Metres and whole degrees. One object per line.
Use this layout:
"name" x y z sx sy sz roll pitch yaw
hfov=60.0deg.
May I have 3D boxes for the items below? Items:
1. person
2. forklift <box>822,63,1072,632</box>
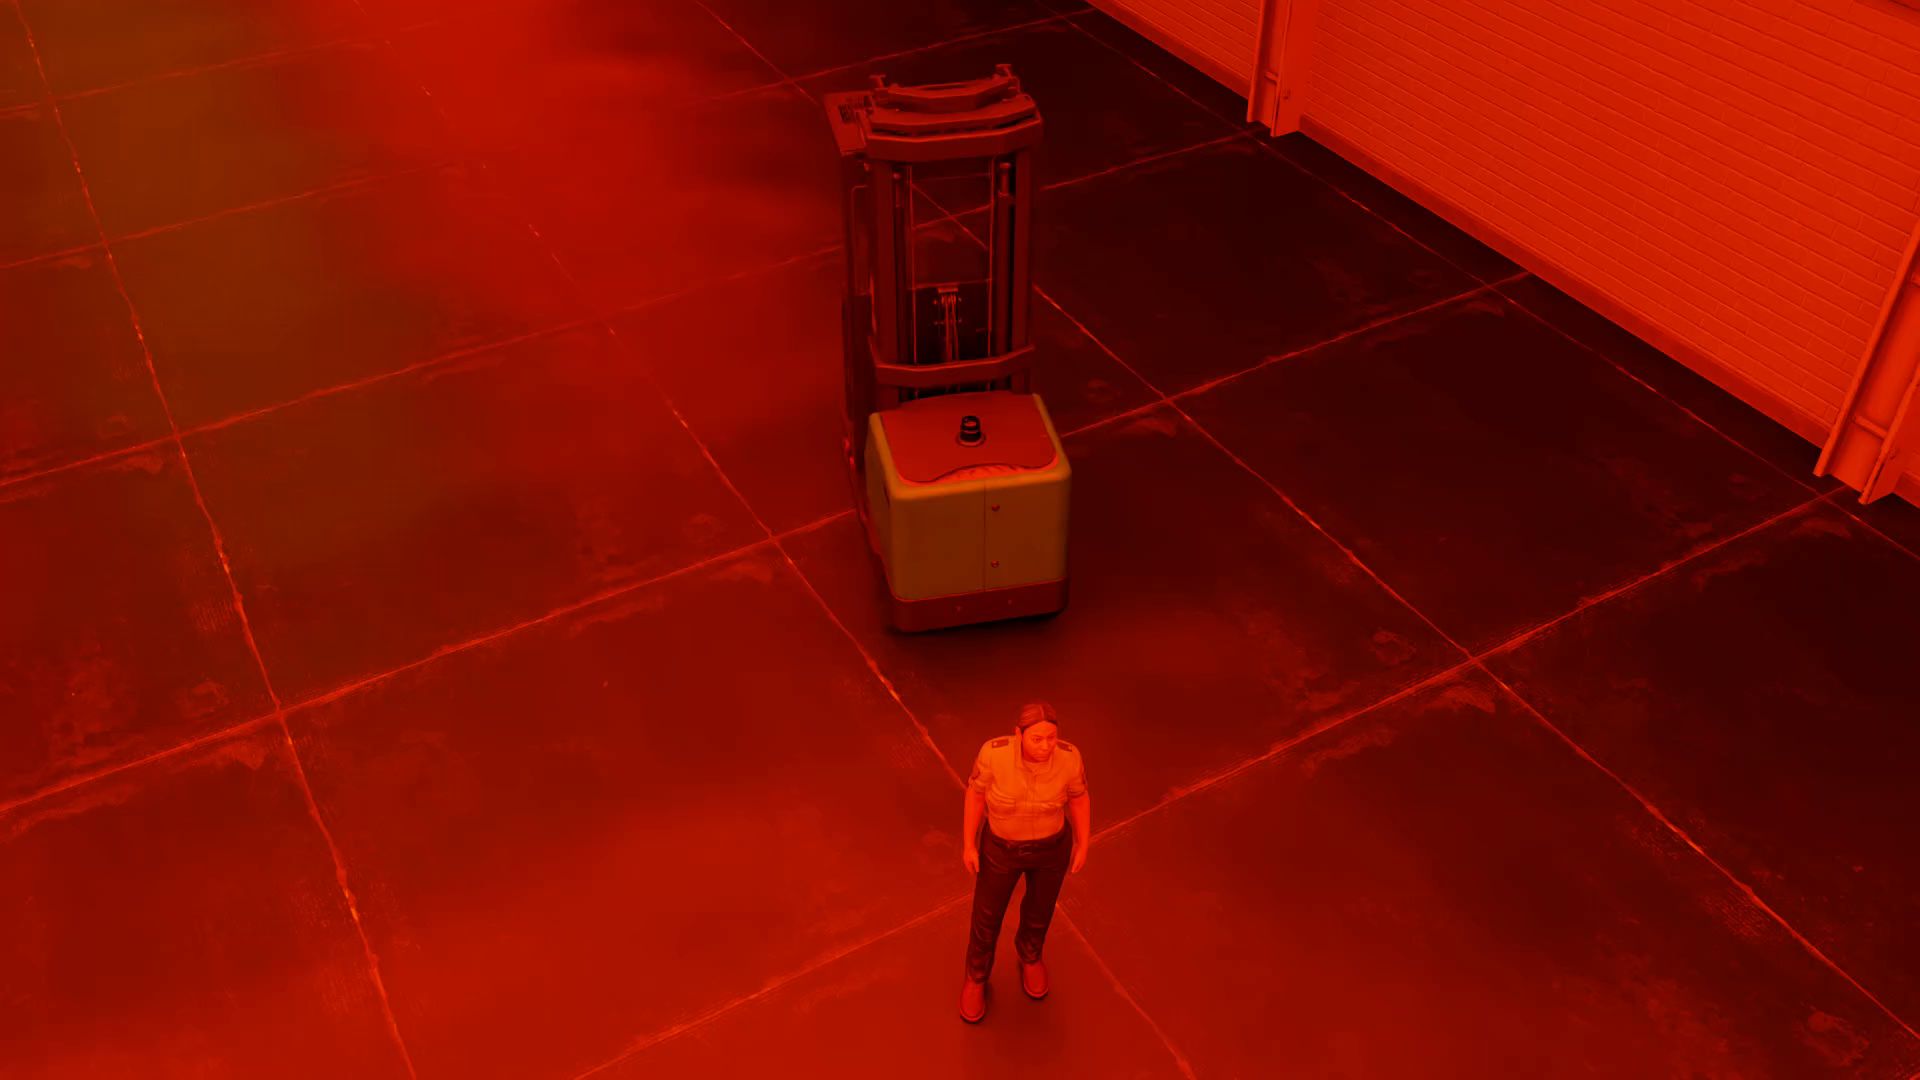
"person" 0.280 1.417 7.322 0.598 1.650 0.502 -2 40 -3
"forklift" -0.171 -1.543 9.896 1.130 2.935 3.031 -8 40 -9
